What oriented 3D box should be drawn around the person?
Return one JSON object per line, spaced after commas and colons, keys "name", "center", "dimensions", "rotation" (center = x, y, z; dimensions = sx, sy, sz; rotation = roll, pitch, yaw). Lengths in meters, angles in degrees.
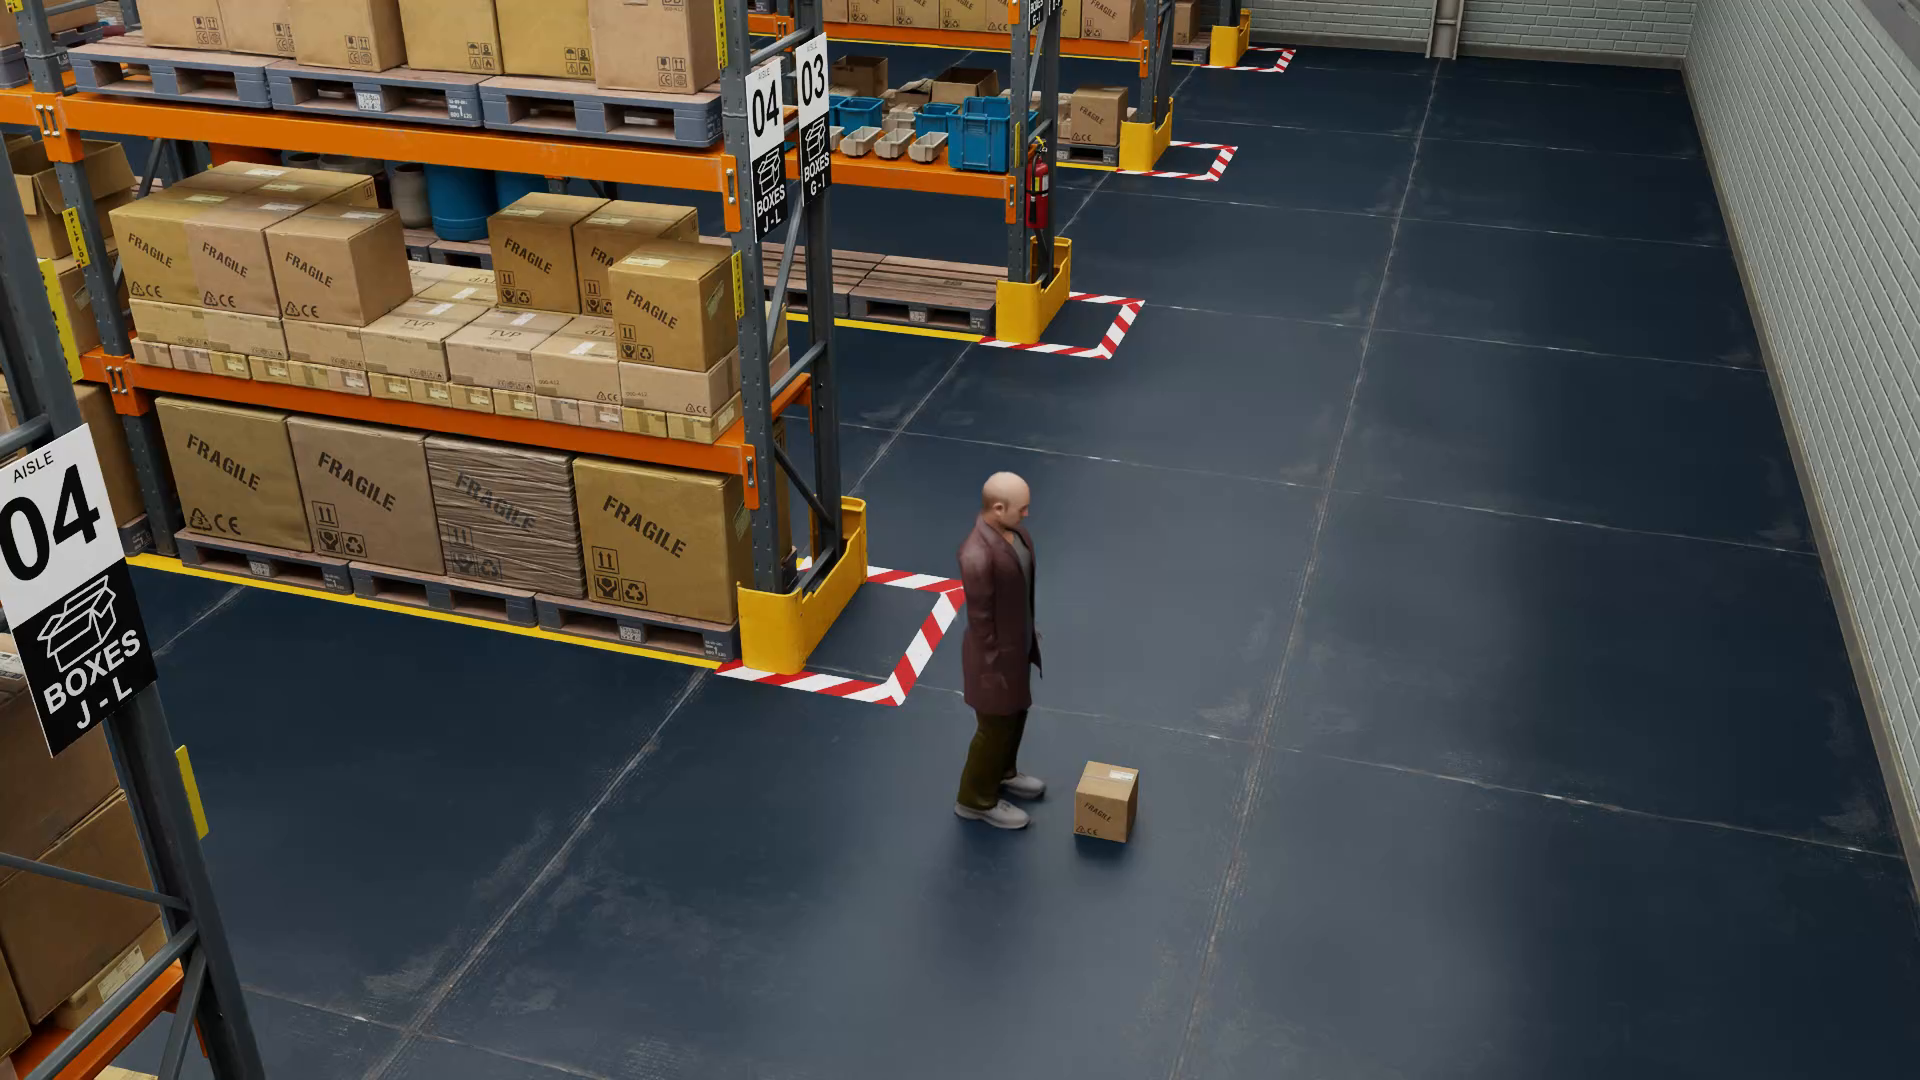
{"name": "person", "center": [0.202, 0.489, 7.653], "dimensions": [0.378, 1.771, 0.562], "rotation": [9, 30, 16]}
